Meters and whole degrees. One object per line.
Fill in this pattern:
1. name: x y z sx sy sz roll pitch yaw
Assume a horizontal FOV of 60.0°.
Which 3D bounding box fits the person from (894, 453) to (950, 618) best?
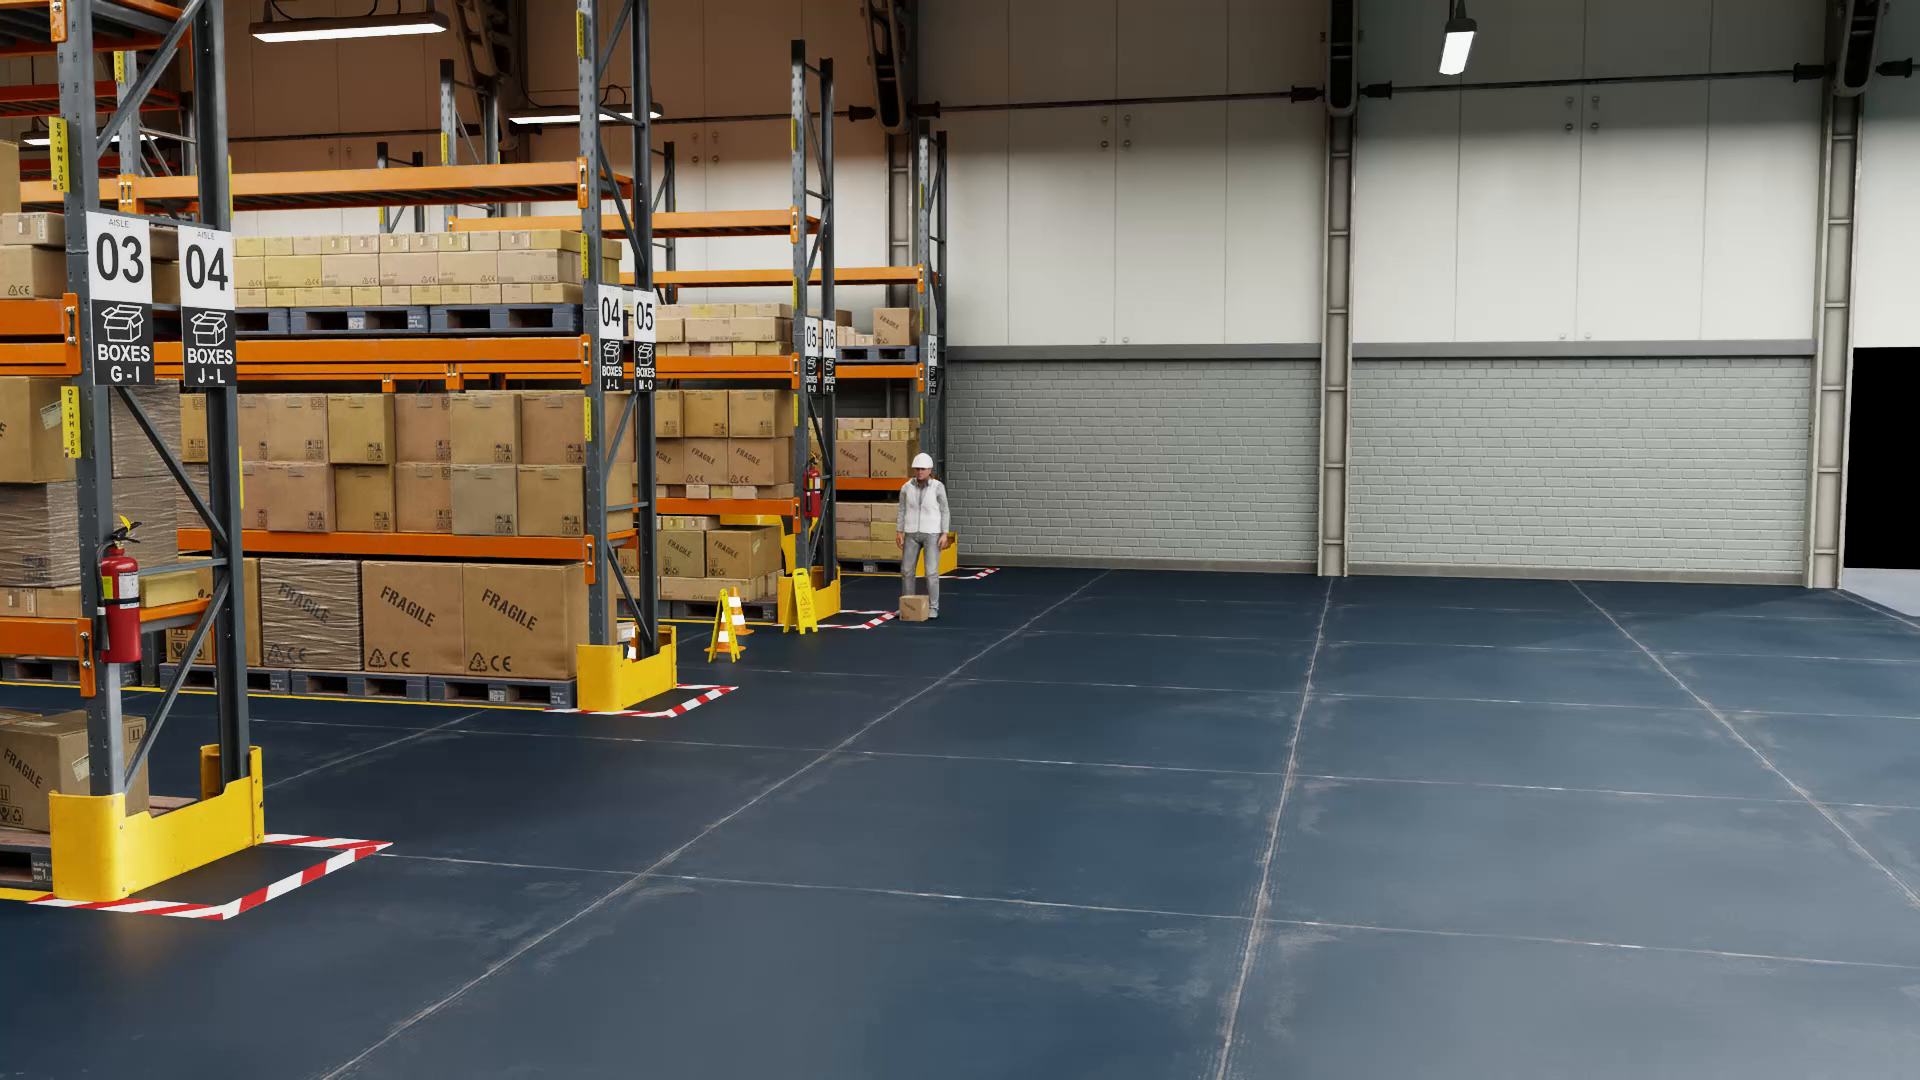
1. person: -0.405 -0.052 17.965 0.593 1.773 0.457 1 5 16
